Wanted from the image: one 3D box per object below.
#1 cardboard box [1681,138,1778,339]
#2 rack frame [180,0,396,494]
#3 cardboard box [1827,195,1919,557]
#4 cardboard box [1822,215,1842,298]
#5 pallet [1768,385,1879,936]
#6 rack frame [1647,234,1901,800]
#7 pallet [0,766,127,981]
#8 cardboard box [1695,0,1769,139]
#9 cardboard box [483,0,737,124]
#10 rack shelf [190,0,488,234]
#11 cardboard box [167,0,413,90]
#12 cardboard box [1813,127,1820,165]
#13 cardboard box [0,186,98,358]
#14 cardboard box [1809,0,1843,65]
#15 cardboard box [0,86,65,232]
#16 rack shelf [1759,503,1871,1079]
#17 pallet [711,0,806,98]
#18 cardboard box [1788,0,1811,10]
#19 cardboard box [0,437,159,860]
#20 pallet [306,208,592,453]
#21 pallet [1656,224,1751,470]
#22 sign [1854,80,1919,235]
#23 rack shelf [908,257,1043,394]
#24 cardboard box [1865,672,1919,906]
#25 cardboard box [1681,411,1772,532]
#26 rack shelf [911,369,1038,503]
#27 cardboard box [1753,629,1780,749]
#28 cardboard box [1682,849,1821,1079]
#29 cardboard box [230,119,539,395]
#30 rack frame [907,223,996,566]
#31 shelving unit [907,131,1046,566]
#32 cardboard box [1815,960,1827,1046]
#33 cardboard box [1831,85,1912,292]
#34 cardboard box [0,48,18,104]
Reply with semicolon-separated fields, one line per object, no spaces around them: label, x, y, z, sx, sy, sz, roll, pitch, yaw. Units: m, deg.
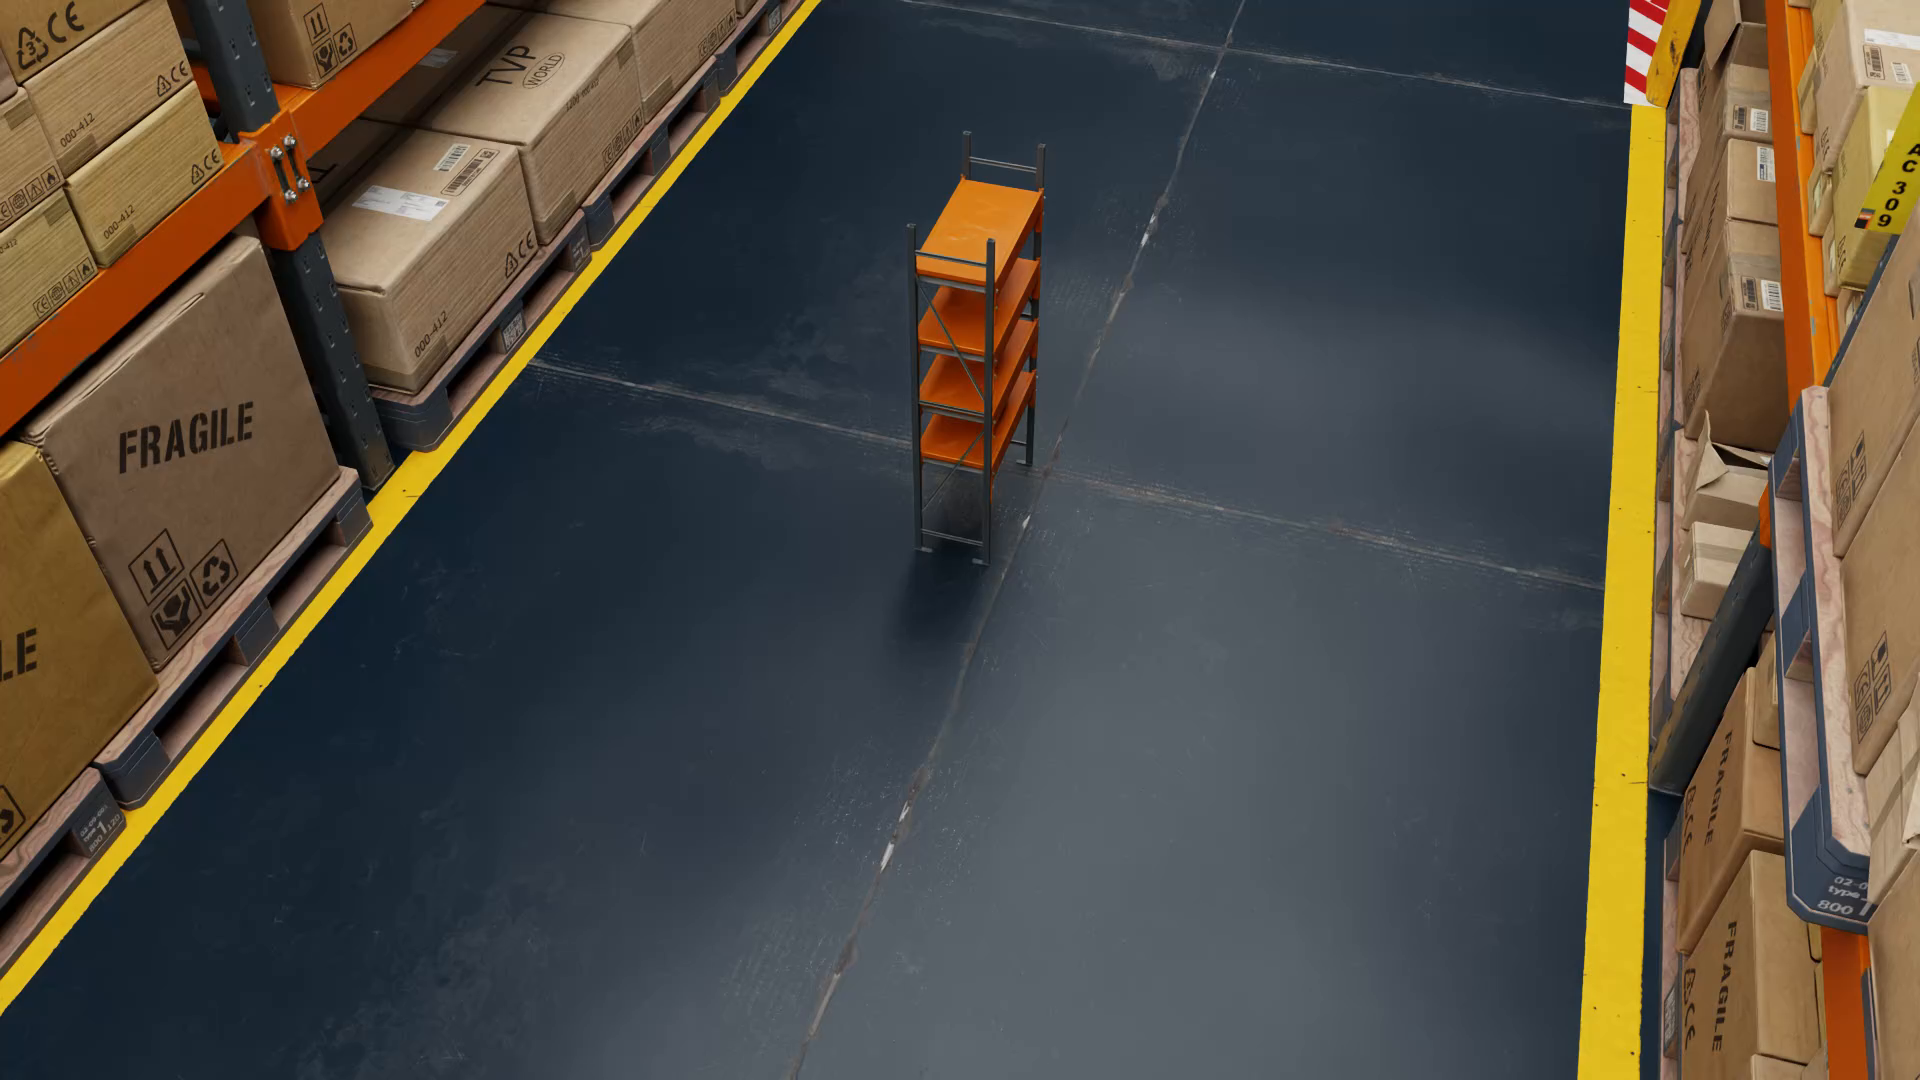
cardboard box;2.760;-0.964;5.577;0.500;0.500;0.500;13;46;13
rack frame;-2.356;-1.370;4.505;1.000;3.000;0.127;13;46;13
cardboard box;2.016;-0.232;2.971;0.700;0.500;0.500;14;46;14
cardboard box;2.290;-0.676;3.975;0.380;0.149;0.250;14;46;14
pallet;2.030;0.257;2.980;1.003;0.211;1.213;13;46;13
rack frame;2.376;-0.321;3.434;1.000;3.000;0.127;13;46;13
pallet;-2.885;0.973;4.105;1.003;0.211;1.213;13;46;13
cardboard box;3.312;-1.858;6.488;0.797;0.503;0.637;11;45;11
cardboard box;-1.518;-2.198;6.883;0.875;0.438;0.875;14;46;14
rack shelf;-1.750;-2.446;6.119;1.077;0.370;4.000;13;46;13
cardboard box;-1.964;-1.663;4.733;0.500;0.500;0.500;14;46;14
cardboard box;2.451;-1.023;4.330;0.380;0.149;0.250;14;46;14
cardboard box;-2.407;-0.625;3.851;0.500;0.250;0.500;12;46;12
cardboard box;2.599;-1.432;4.463;0.500;0.250;0.500;12;46;12
cardboard box;-2.402;-0.815;3.688;0.500;0.250;0.500;14;46;13
rack shelf;1.770;1.269;2.323;1.077;0.370;4.000;13;46;13
pallet;-1.312;-2.490;7.644;1.003;0.211;1.213;13;46;13
cardboard box;2.728;-1.709;5.031;0.380;0.149;0.250;14;46;13
cardboard box;-2.733;0.273;4.045;0.875;0.875;0.875;14;46;14
pallet;-2.051;-0.864;5.982;1.003;0.211;1.213;13;46;13
pallet;2.952;-0.598;5.710;1.003;0.211;1.213;13;46;13
sign;1.856;-0.740;3.243;0.100;0.325;0.005;13;46;13
rack shelf;0.050;-0.651;4.834;0.258;0.148;0.480;13;46;13
cardboard box;1.589;0.422;2.470;0.396;0.266;0.258;15;46;14
cardboard box;2.373;-0.166;4.929;0.396;0.266;0.258;14;46;14
rack shelf;0.050;-0.349;5.129;0.258;0.148;0.480;13;46;13
cardboard box;2.014;0.373;3.747;0.380;0.149;0.250;15;46;14
cardboard box;1.863;1.054;3.515;0.500;0.500;0.500;12;46;12
cardboard box;-2.063;-1.000;5.659;0.875;0.438;0.875;12;46;12
rack frame;-0.024;-0.377;4.777;0.240;1.200;0.015;13;46;13
shelving unit;0.050;-0.539;4.943;0.258;1.200;0.503;13;46;13
cardboard box;1.867;0.933;3.175;0.380;0.149;0.250;12;46;12
cardboard box;2.298;-0.765;3.782;0.500;0.250;0.500;14;46;14
cardboard box;-2.401;-1.066;3.408;0.500;0.500;0.500;13;46;13
